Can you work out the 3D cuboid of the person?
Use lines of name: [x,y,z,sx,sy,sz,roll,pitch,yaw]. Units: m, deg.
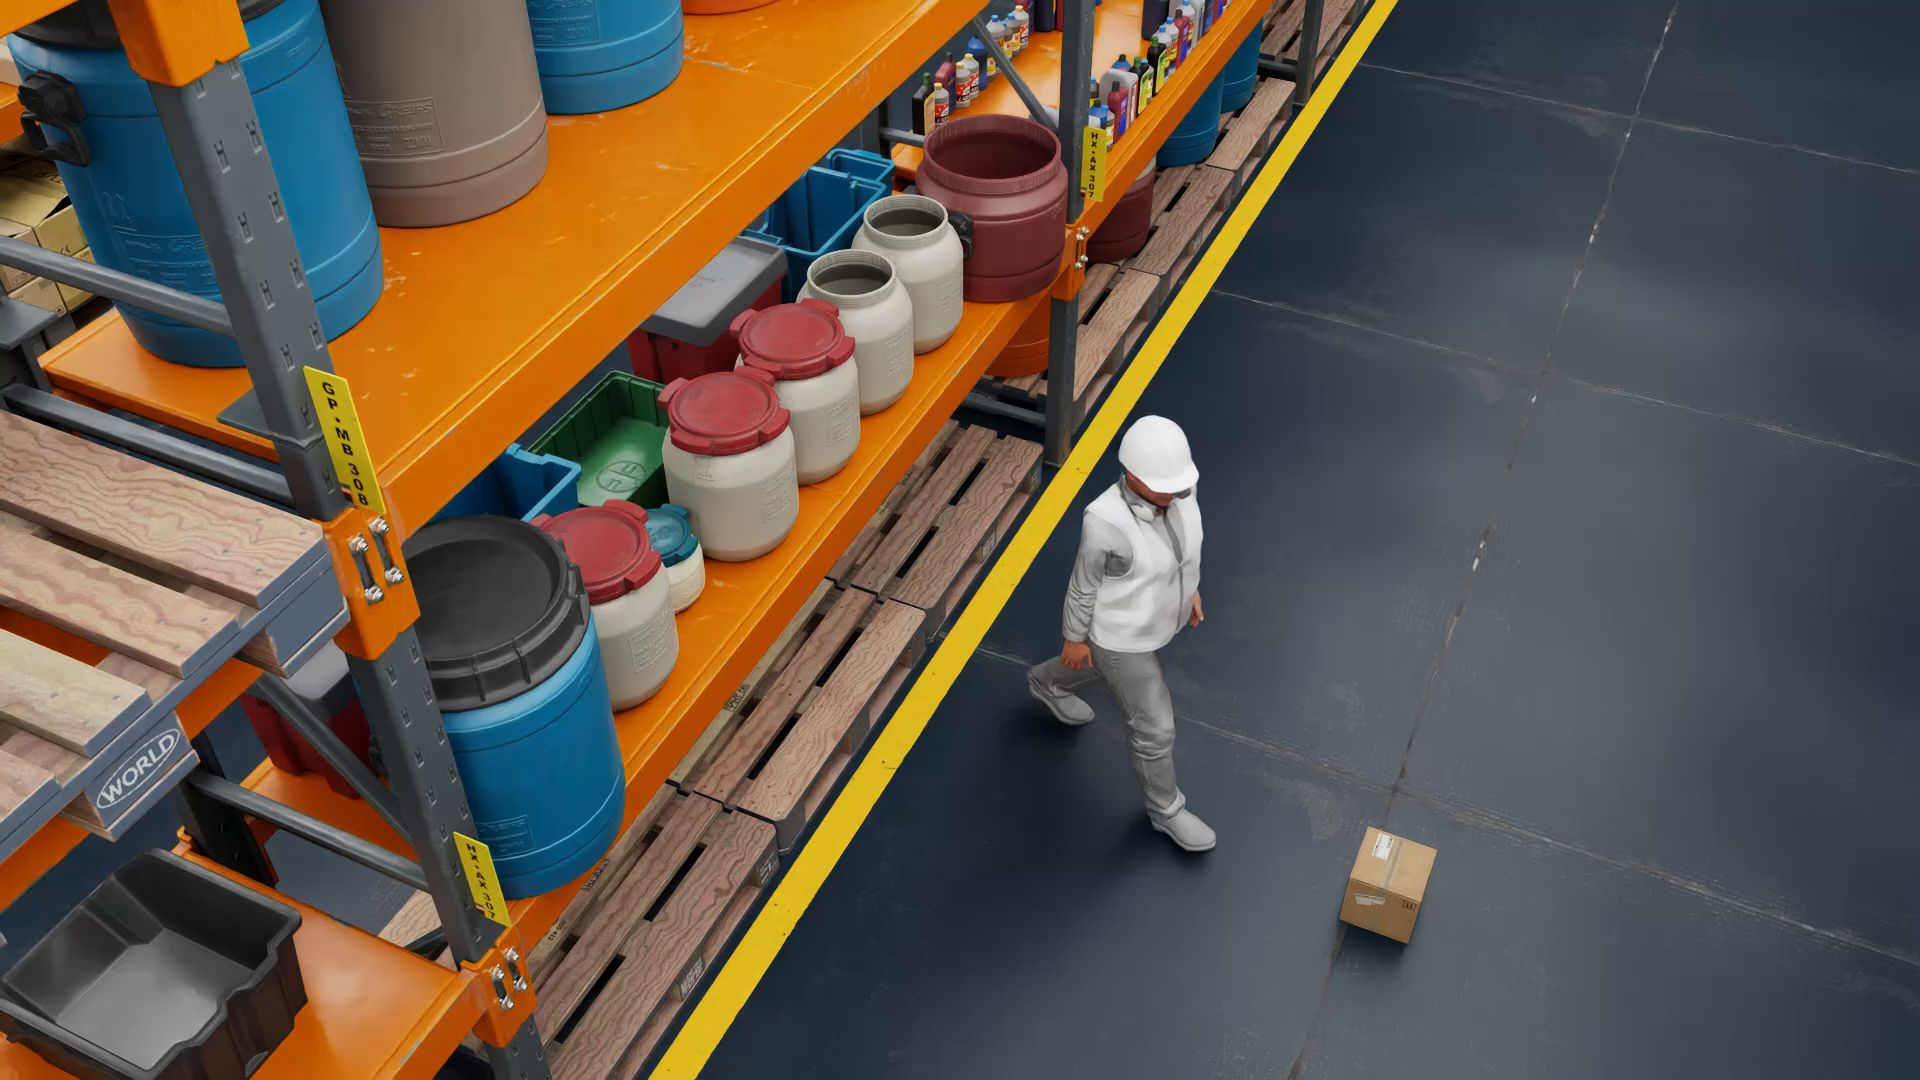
person: [0.629,0.255,5.879,0.999,1.743,0.557,28,49,28]
